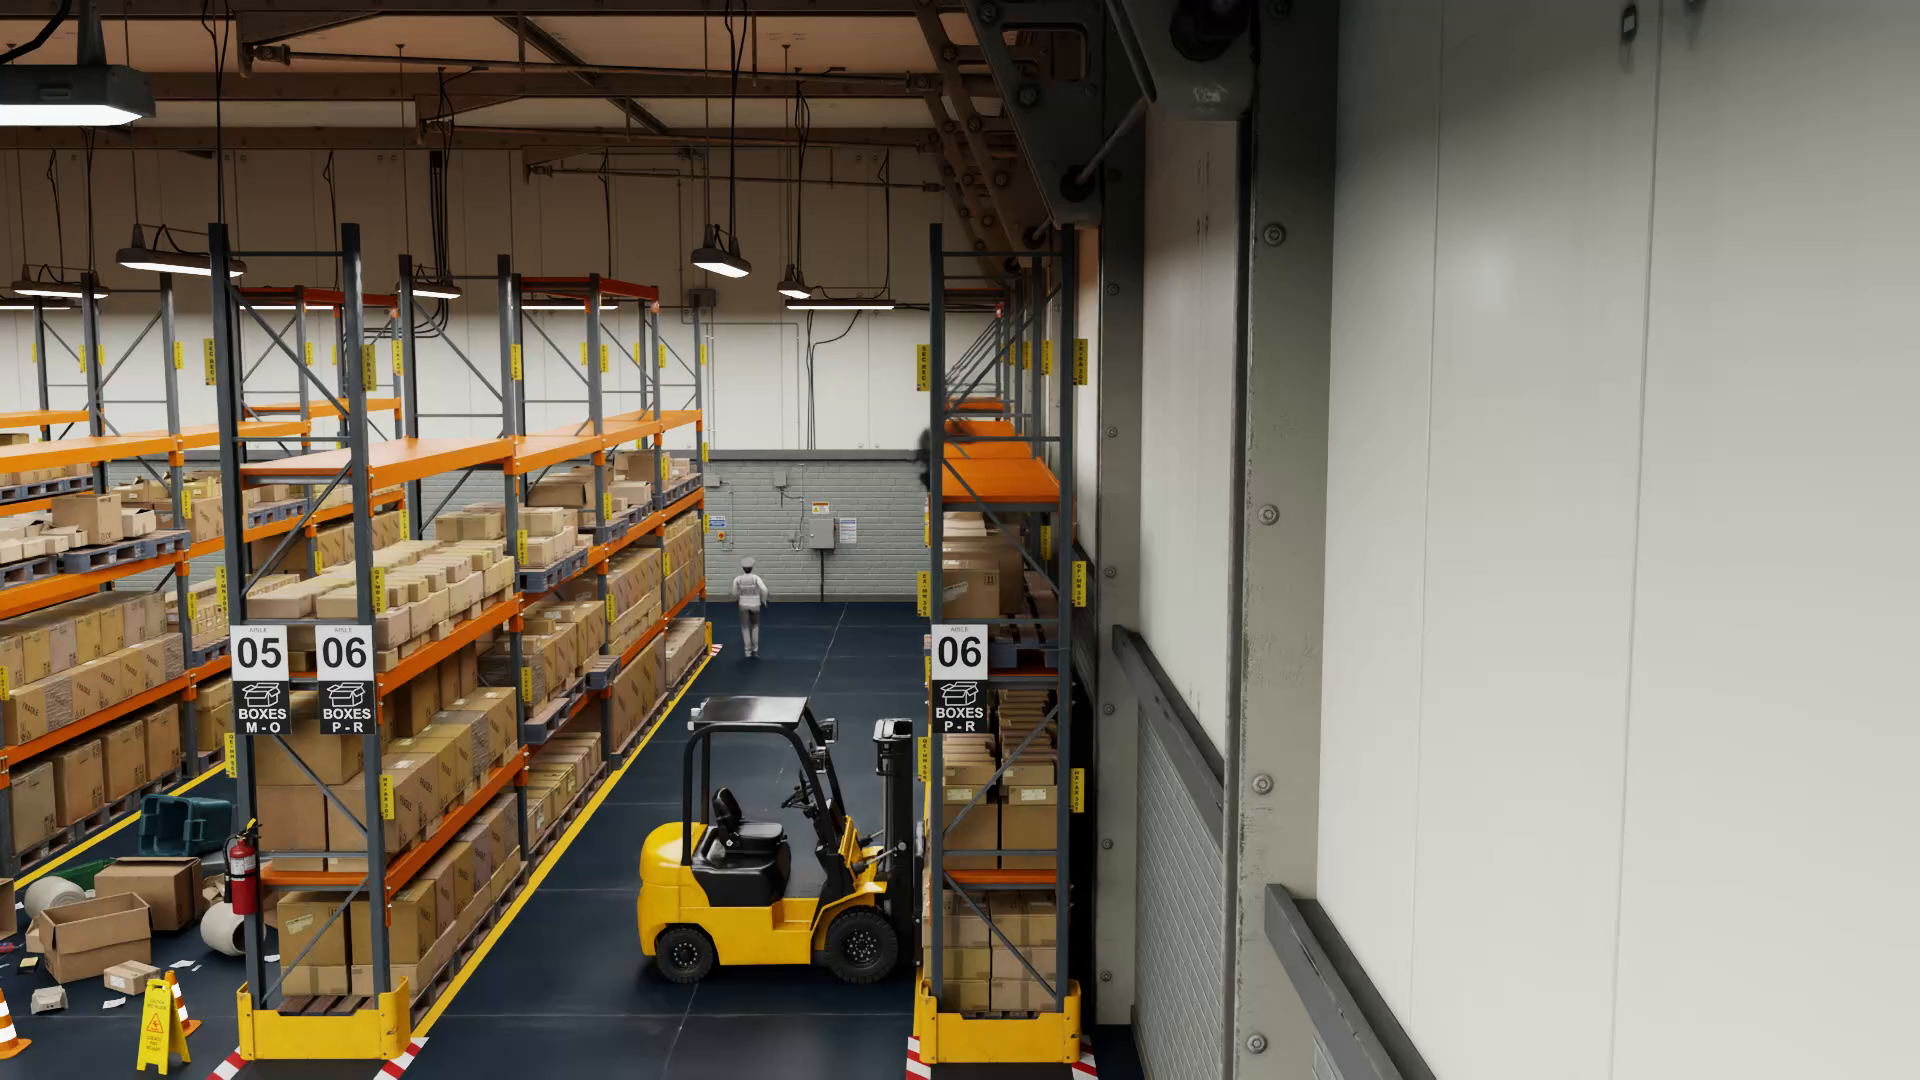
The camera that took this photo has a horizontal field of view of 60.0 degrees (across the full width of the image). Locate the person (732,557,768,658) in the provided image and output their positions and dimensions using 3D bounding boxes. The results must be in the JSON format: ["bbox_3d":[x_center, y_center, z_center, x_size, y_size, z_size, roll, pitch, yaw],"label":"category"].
[{"bbox_3d":[-3.461,1.141,27.418,0.585,1.746,0.633,-1,7,-7],"label":"person"}]
